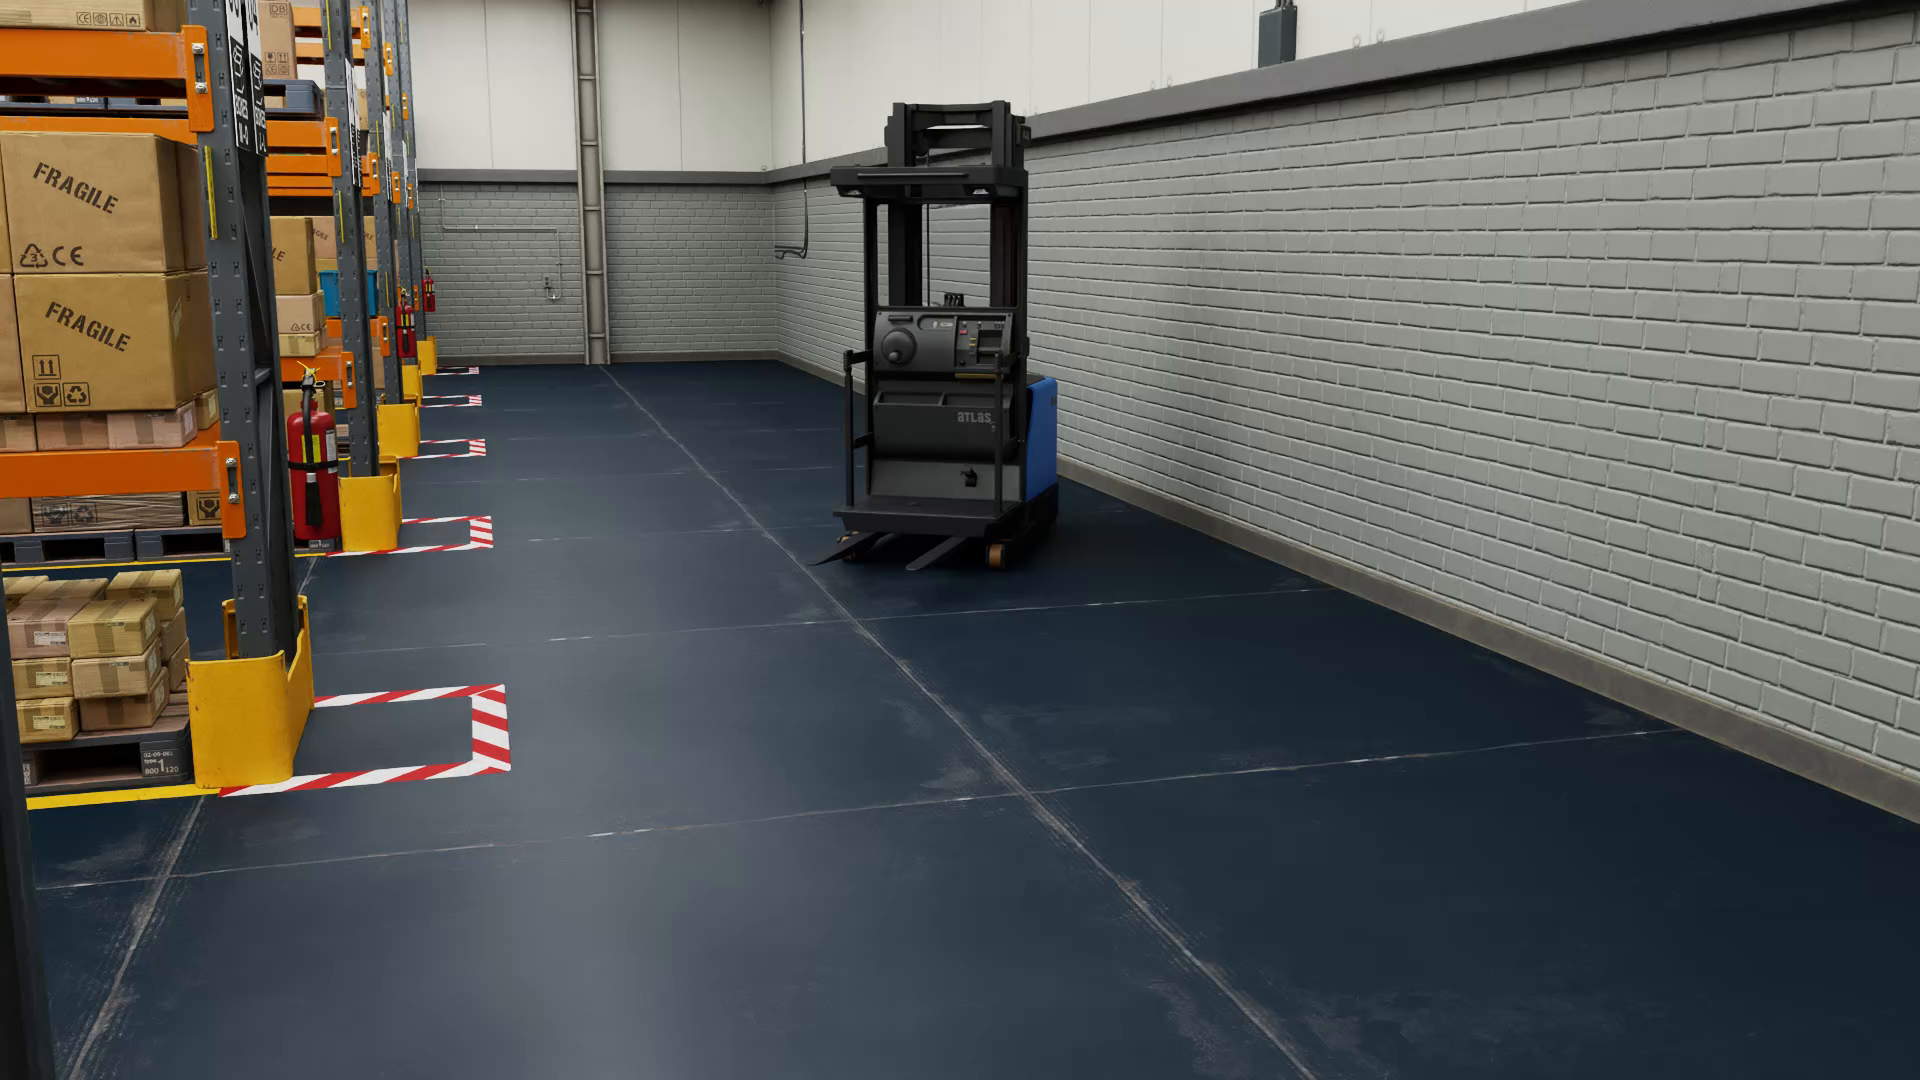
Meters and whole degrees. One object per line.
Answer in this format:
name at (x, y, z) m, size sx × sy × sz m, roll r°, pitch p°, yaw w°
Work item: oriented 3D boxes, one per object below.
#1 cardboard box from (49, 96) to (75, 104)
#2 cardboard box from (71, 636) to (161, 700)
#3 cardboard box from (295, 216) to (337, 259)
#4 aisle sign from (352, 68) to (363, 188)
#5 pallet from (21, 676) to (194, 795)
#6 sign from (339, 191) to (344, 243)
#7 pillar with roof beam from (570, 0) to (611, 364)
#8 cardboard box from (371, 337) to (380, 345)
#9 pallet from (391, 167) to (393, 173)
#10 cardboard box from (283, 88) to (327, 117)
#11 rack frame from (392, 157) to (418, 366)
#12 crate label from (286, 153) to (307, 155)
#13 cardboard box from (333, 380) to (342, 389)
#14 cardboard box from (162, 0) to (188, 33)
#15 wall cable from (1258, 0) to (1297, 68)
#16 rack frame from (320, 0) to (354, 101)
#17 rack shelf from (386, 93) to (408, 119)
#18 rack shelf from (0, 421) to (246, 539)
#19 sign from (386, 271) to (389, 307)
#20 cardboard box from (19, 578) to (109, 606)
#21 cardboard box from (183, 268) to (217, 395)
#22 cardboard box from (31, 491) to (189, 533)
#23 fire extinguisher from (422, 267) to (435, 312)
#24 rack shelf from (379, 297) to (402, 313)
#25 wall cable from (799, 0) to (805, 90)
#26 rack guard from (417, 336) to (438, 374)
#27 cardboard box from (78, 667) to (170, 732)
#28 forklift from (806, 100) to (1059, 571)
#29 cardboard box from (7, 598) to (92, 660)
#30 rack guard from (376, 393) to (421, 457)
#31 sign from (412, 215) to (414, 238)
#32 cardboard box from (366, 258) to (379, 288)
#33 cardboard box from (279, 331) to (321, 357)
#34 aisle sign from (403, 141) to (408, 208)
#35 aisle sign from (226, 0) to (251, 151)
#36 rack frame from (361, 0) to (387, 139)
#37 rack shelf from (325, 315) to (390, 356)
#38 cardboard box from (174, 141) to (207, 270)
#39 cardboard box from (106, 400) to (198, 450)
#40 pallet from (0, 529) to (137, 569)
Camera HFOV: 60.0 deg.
cardboard box at (-10.292, -5.067, 19.463) m, size 0.500 × 0.500 × 0.700 m, roll -3°, pitch 11°, yaw -16°
cardboard box at (-3.280, 0.493, 6.476) m, size 0.250 × 0.149 × 0.380 m, roll -3°, pitch 11°, yaw -17°
cardboard box at (-7.743, -3.667, 20.143) m, size 0.500 × 0.500 × 0.500 m, roll -3°, pitch 11°, yaw -14°
aisle sign at (-4.157, -2.834, 11.477) m, size 0.004 × 0.787 × 0.394 m, roll -3°, pitch 11°, yaw -16°
pallet at (-3.716, 0.778, 6.739) m, size 1.213 × 0.211 × 1.003 m, roll -3°, pitch 11°, yaw -16°
sign at (-4.004, -2.091, 10.766) m, size 0.005 × 0.325 × 0.100 m, roll -3°, pitch 11°, yaw -16°
pillar with roof beam at (-4.742, -6.572, 22.392) m, size 0.400 × 9.000 × 9.100 m, roll -3°, pitch 11°, yaw -16°
cardboard box at (-8.940, -3.007, 25.342) m, size 0.500 × 0.500 × 0.700 m, roll -3°, pitch 11°, yaw -16°
pallet at (-9.005, -5.475, 24.964) m, size 1.213 × 0.211 × 1.003 m, roll -3°, pitch 11°, yaw -16°
cardboard box at (-7.900, -5.199, 20.179) m, size 0.500 × 0.500 × 0.700 m, roll -3°, pitch 11°, yaw -16°
rack frame at (-6.907, -3.222, 20.764) m, size 0.127 × 3.000 × 1.000 m, roll -3°, pitch 11°, yaw -16°
crate label at (-6.503, -3.772, 15.879) m, size 0.502 × 0.251 × 0.408 m, roll -3°, pitch 11°, yaw -16°
cardboard box at (-7.774, -1.970, 20.573) m, size 0.250 × 0.166 × 0.380 m, roll -3°, pitch 11°, yaw -16°
cardboard box at (-3.355, -2.056, 6.558) m, size 0.500 × 0.250 × 0.500 m, roll -3°, pitch 11°, yaw -14°
wall cable at (2.250, -5.719, 8.874) m, size 0.120 × 5.999 × 2.277 m, roll -3°, pitch 11°, yaw -16°
rack frame at (-4.142, -4.450, 10.866) m, size 0.127 × 3.000 × 1.000 m, roll -3°, pitch 11°, yaw -16°
rack shelf at (-10.216, -6.382, 24.449) m, size 4.000 × 0.370 × 1.077 m, roll -3°, pitch 11°, yaw -16°
rack shelf at (-4.773, -0.178, 6.213) m, size 4.000 × 0.370 × 1.077 m, roll -3°, pitch 11°, yaw -16°
sign at (-5.357, -2.346, 15.556) m, size 0.005 × 0.325 × 0.100 m, roll -3°, pitch 11°, yaw -16°
cardboard box at (-3.682, 0.273, 6.851) m, size 0.250 × 0.149 × 0.380 m, roll -3°, pitch 11°, yaw -15°
cardboard box at (-3.361, -0.853, 6.799) m, size 0.500 × 0.500 × 0.500 m, roll -2°, pitch 11°, yaw -13°
cardboard box at (-5.608, -0.569, 11.062) m, size 0.875 × 0.875 × 0.875 m, roll -3°, pitch 11°, yaw -16°
fire extinguisher at (-8.022, -3.789, 25.087) m, size 0.183 × 0.674 × 0.296 m, roll -3°, pitch 11°, yaw -16°
rack shelf at (-8.828, -2.767, 20.280) m, size 4.000 × 0.370 × 1.077 m, roll -3°, pitch 11°, yaw -16°
wall cable at (-2.009, -7.744, 23.384) m, size 0.112 × 2.526 × 3.097 m, roll -3°, pitch 11°, yaw -16°
rack guard at (-8.272, -2.855, 25.674) m, size 0.348 × 0.500 × 1.175 m, roll -3°, pitch 11°, yaw -16°
cardboard box at (-3.300, 0.626, 6.576) m, size 0.250 × 0.149 × 0.380 m, roll -3°, pitch 11°, yaw -15°
forklift at (-0.165, -1.333, 10.691) m, size 1.130 × 2.935 × 3.031 m, roll 3°, pitch 11°, yaw 15°
cardboard box at (-3.547, 0.344, 6.464) m, size 0.250 × 0.149 × 0.380 m, roll -3°, pitch 11°, yaw -15°
rack guard at (-5.507, -1.135, 16.331) m, size 0.348 × 0.500 × 1.175 m, roll -3°, pitch 11°, yaw -16°
sign at (-8.157, -4.674, 24.798) m, size 0.005 × 0.325 × 0.100 m, roll -3°, pitch 11°, yaw -16°
cardboard box at (-7.261, -3.201, 20.375) m, size 0.500 × 0.500 × 0.500 m, roll -3°, pitch 11°, yaw -14°
cardboard box at (-4.392, -1.301, 11.023) m, size 0.250 × 0.149 × 0.380 m, roll -3°, pitch 11°, yaw -15°
aisle sign at (-6.756, -4.451, 20.258) m, size 0.004 × 0.787 × 0.394 m, roll -3°, pitch 11°, yaw -16°
aisle sign at (-2.699, -1.863, 6.199) m, size 0.004 × 0.787 × 0.394 m, roll -3°, pitch 11°, yaw -16°
rack frame at (-5.526, -5.311, 15.543) m, size 0.127 × 3.000 × 1.000 m, roll -3°, pitch 11°, yaw -16°
rack shelf at (-7.447, -1.906, 15.601) m, size 4.000 × 0.370 × 1.077 m, roll -3°, pitch 11°, yaw -16°
cardboard box at (-3.358, -1.343, 6.698) m, size 0.500 × 0.500 × 0.500 m, roll -3°, pitch 11°, yaw -16°
cardboard box at (-3.087, -0.443, 6.364) m, size 0.250 × 0.149 × 0.380 m, roll -3°, pitch 11°, yaw -16°
pallet at (-6.057, -0.013, 11.036) m, size 1.213 × 0.211 × 1.003 m, roll -3°, pitch 11°, yaw -16°
